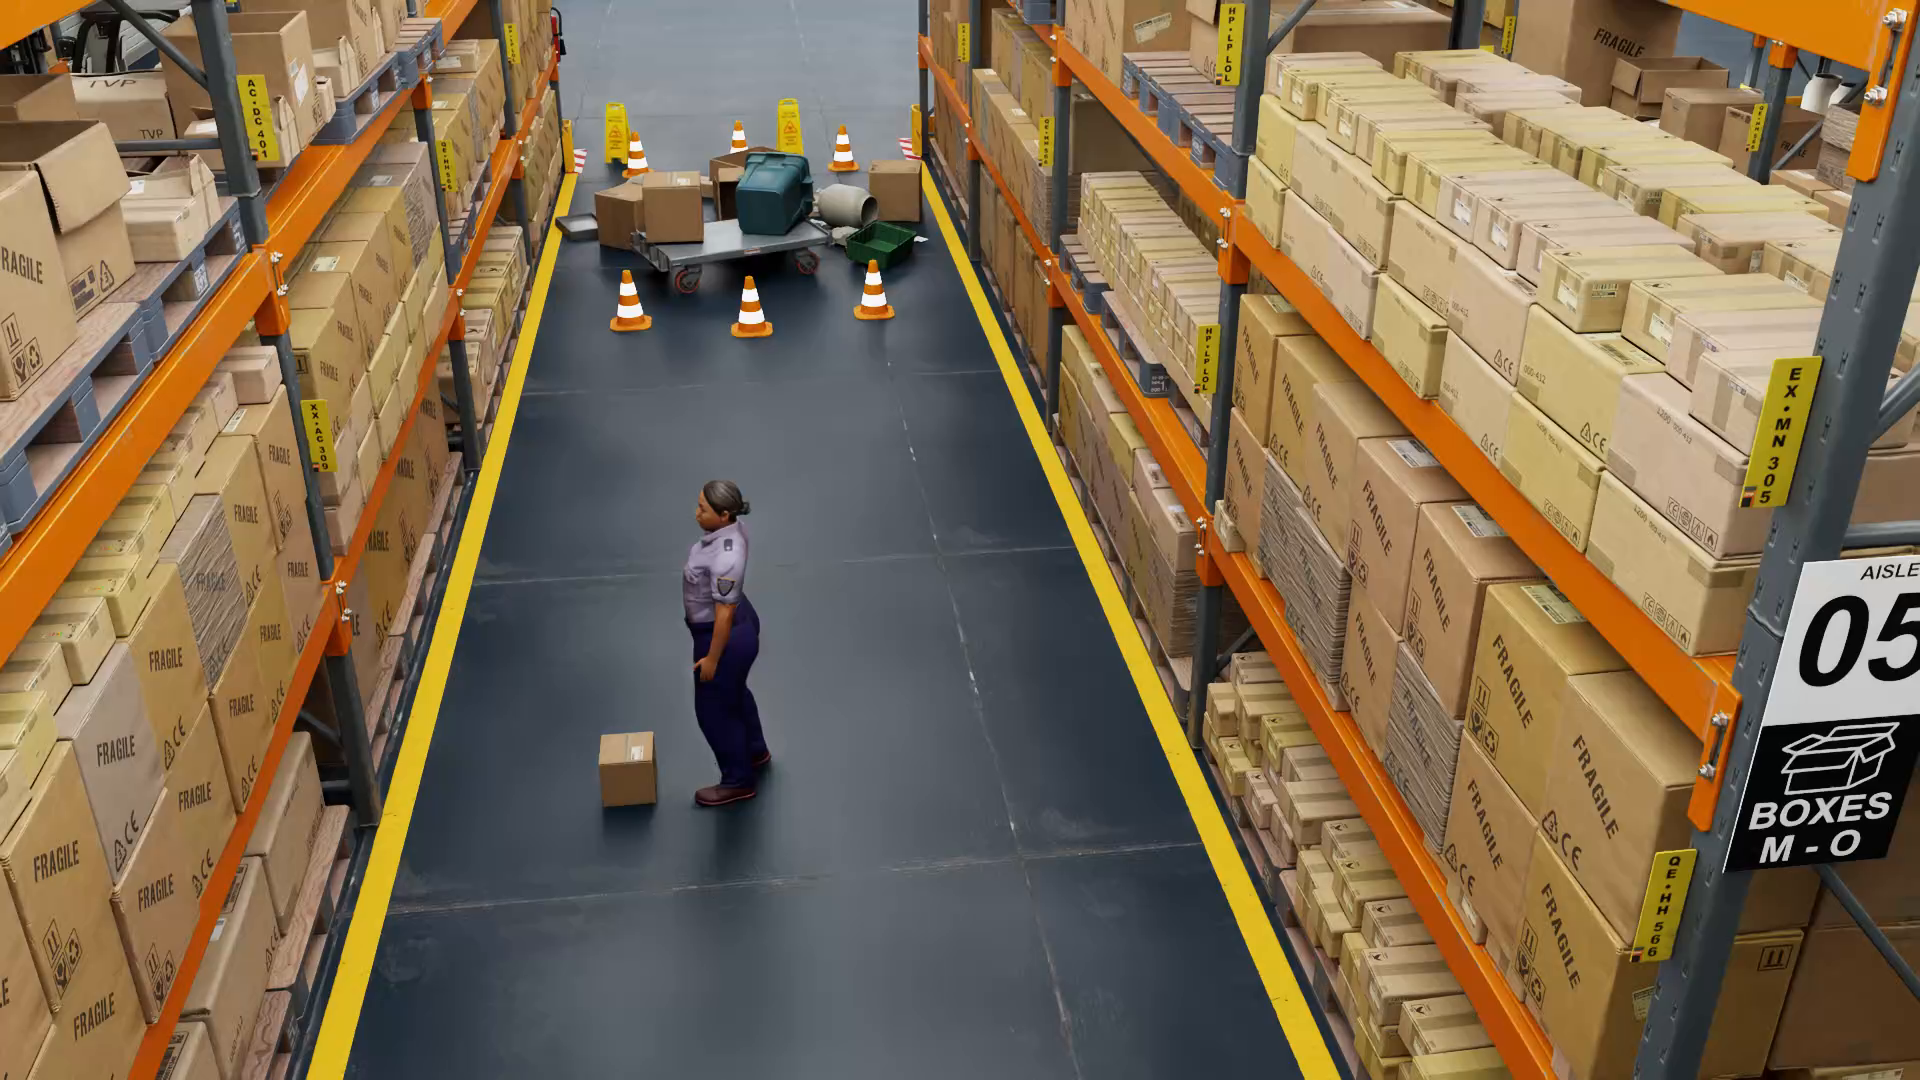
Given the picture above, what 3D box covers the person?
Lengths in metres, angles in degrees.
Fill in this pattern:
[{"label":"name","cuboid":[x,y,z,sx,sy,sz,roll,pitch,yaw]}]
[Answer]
[{"label":"person","cuboid":[-1.105,0.481,7.756,0.370,1.678,0.475,-3,27,-6]}]
